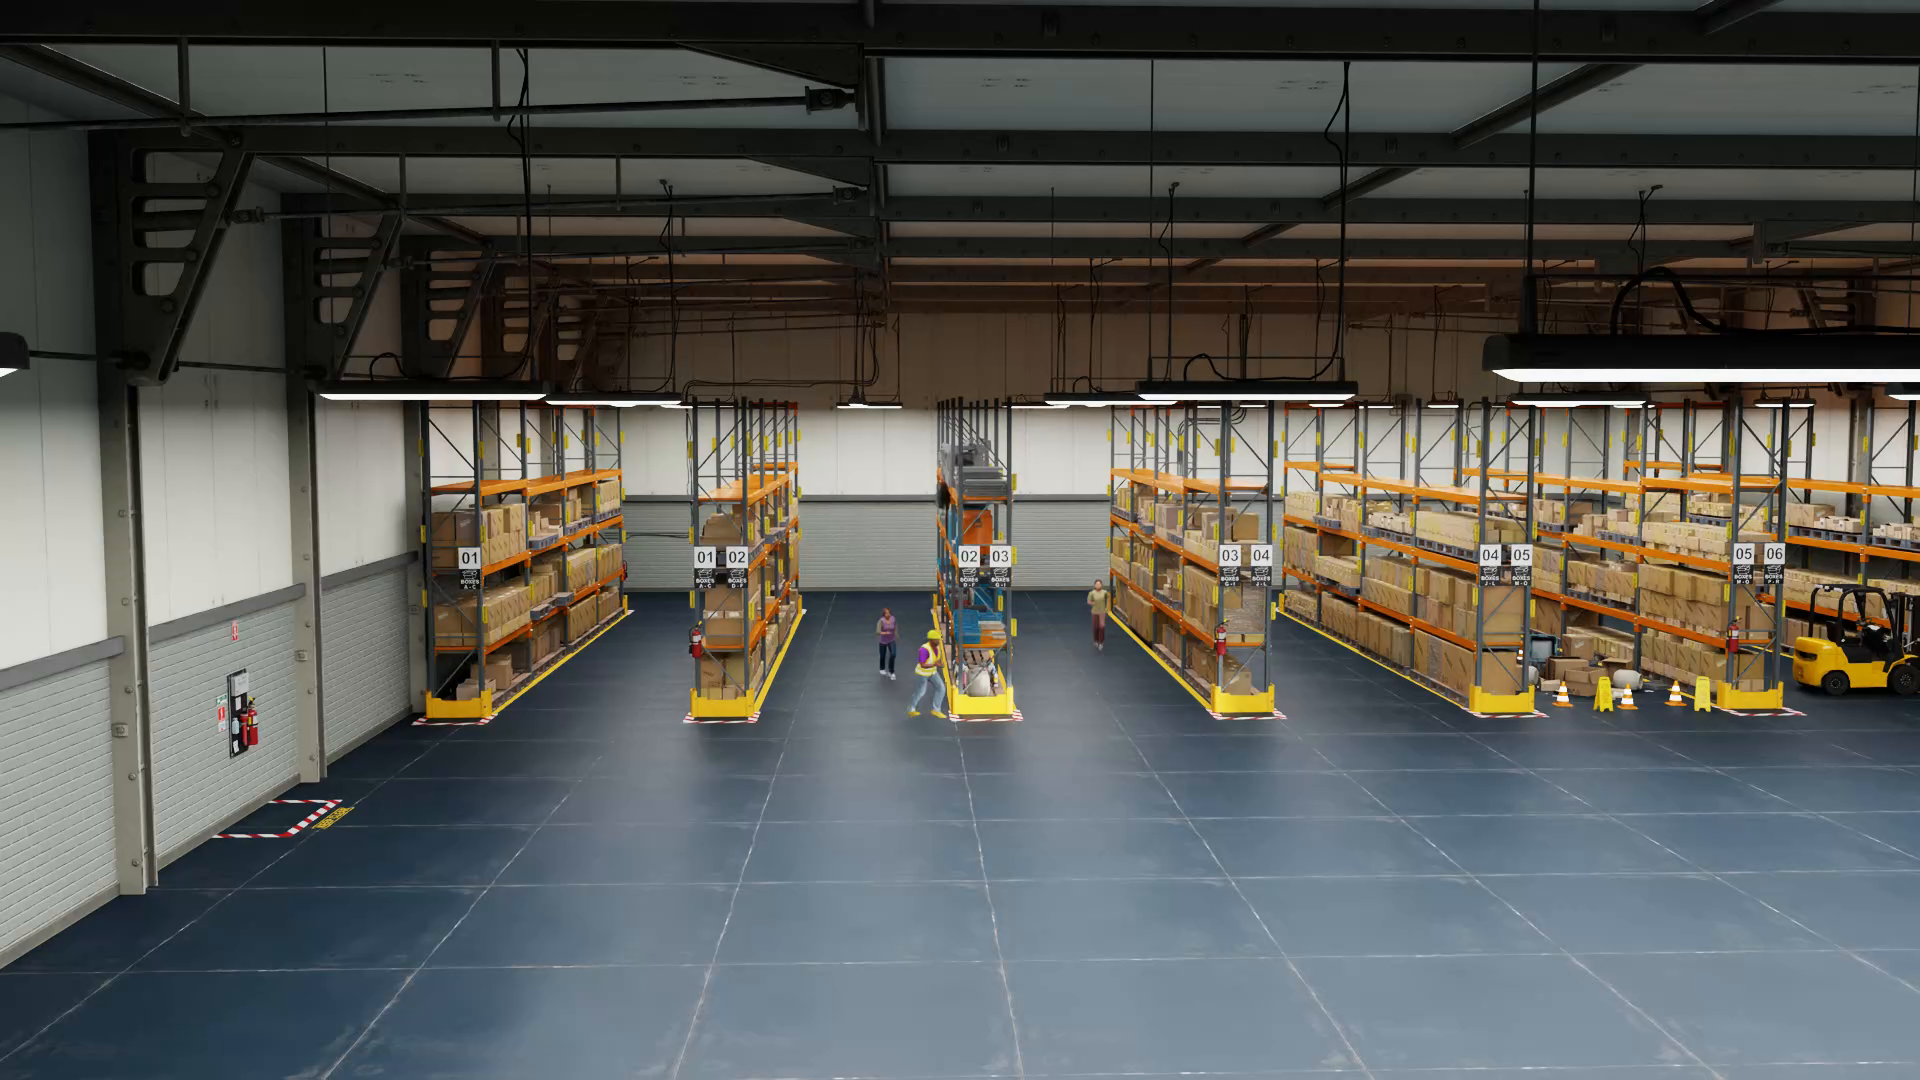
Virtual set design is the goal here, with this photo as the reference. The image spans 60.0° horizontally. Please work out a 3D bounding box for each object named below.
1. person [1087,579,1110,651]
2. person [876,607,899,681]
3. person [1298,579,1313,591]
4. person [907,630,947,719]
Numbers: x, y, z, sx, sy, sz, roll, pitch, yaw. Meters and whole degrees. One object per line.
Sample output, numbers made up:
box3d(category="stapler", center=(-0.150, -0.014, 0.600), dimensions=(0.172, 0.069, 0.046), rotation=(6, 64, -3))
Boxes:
box3d(category="person", center=(3.337, 1.798, 40.058), dimensions=(0.552, 1.714, 0.802), rotation=(0, 4, 4))
box3d(category="person", center=(-1.554, 2.205, 35.596), dimensions=(0.535, 1.553, 0.903), rotation=(-1, 5, -12))
box3d(category="person", center=(10.439, 0.977, 49.984), dimensions=(0.939, 1.738, 0.644), rotation=(-4, 6, -41))
box3d(category="person", center=(-0.608, 2.492, 30.813), dimensions=(0.989, 1.689, 0.655), rotation=(4, 6, 42))
